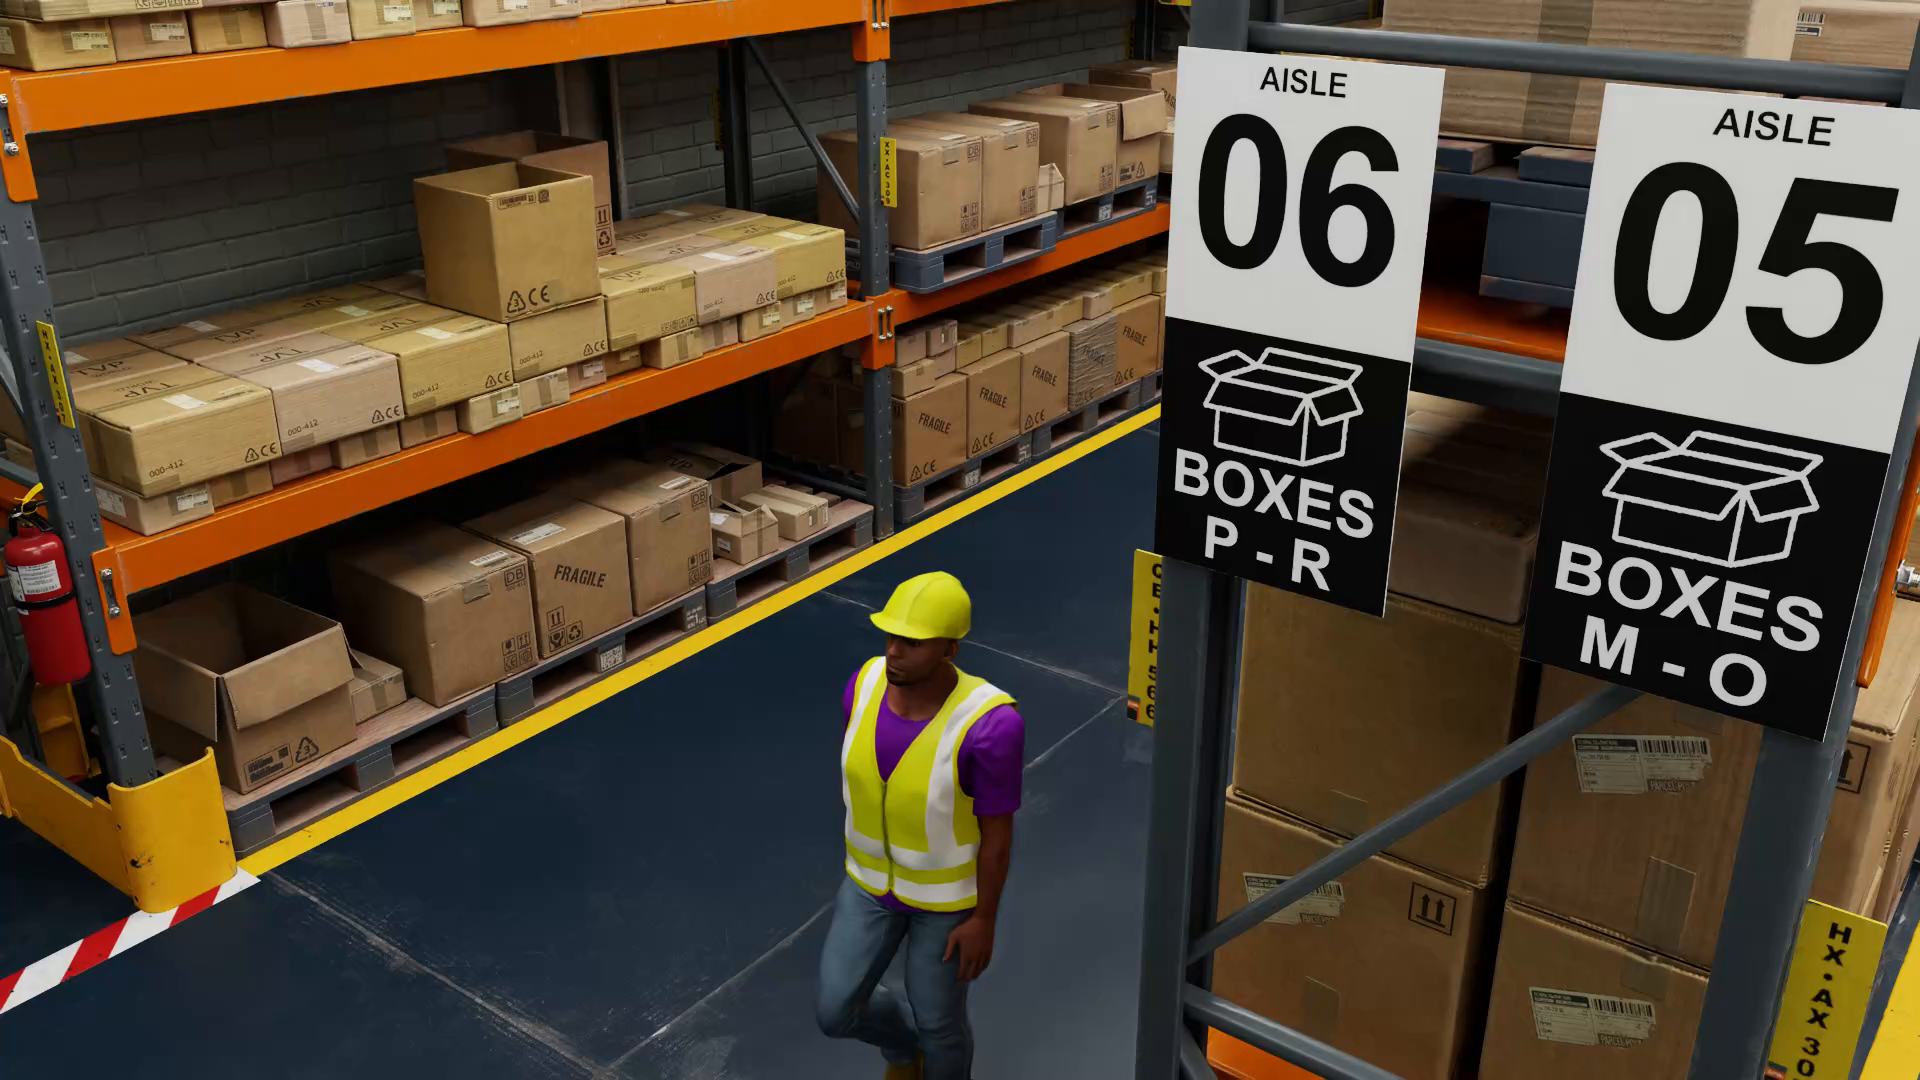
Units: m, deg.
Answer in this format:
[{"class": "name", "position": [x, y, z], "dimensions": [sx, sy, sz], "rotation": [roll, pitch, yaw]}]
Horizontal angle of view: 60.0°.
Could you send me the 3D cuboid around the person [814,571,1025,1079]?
[{"class": "person", "position": [-0.123, 0.916, 4.401], "dimensions": [0.564, 1.766, 0.472], "rotation": [13, 27, 27]}]
